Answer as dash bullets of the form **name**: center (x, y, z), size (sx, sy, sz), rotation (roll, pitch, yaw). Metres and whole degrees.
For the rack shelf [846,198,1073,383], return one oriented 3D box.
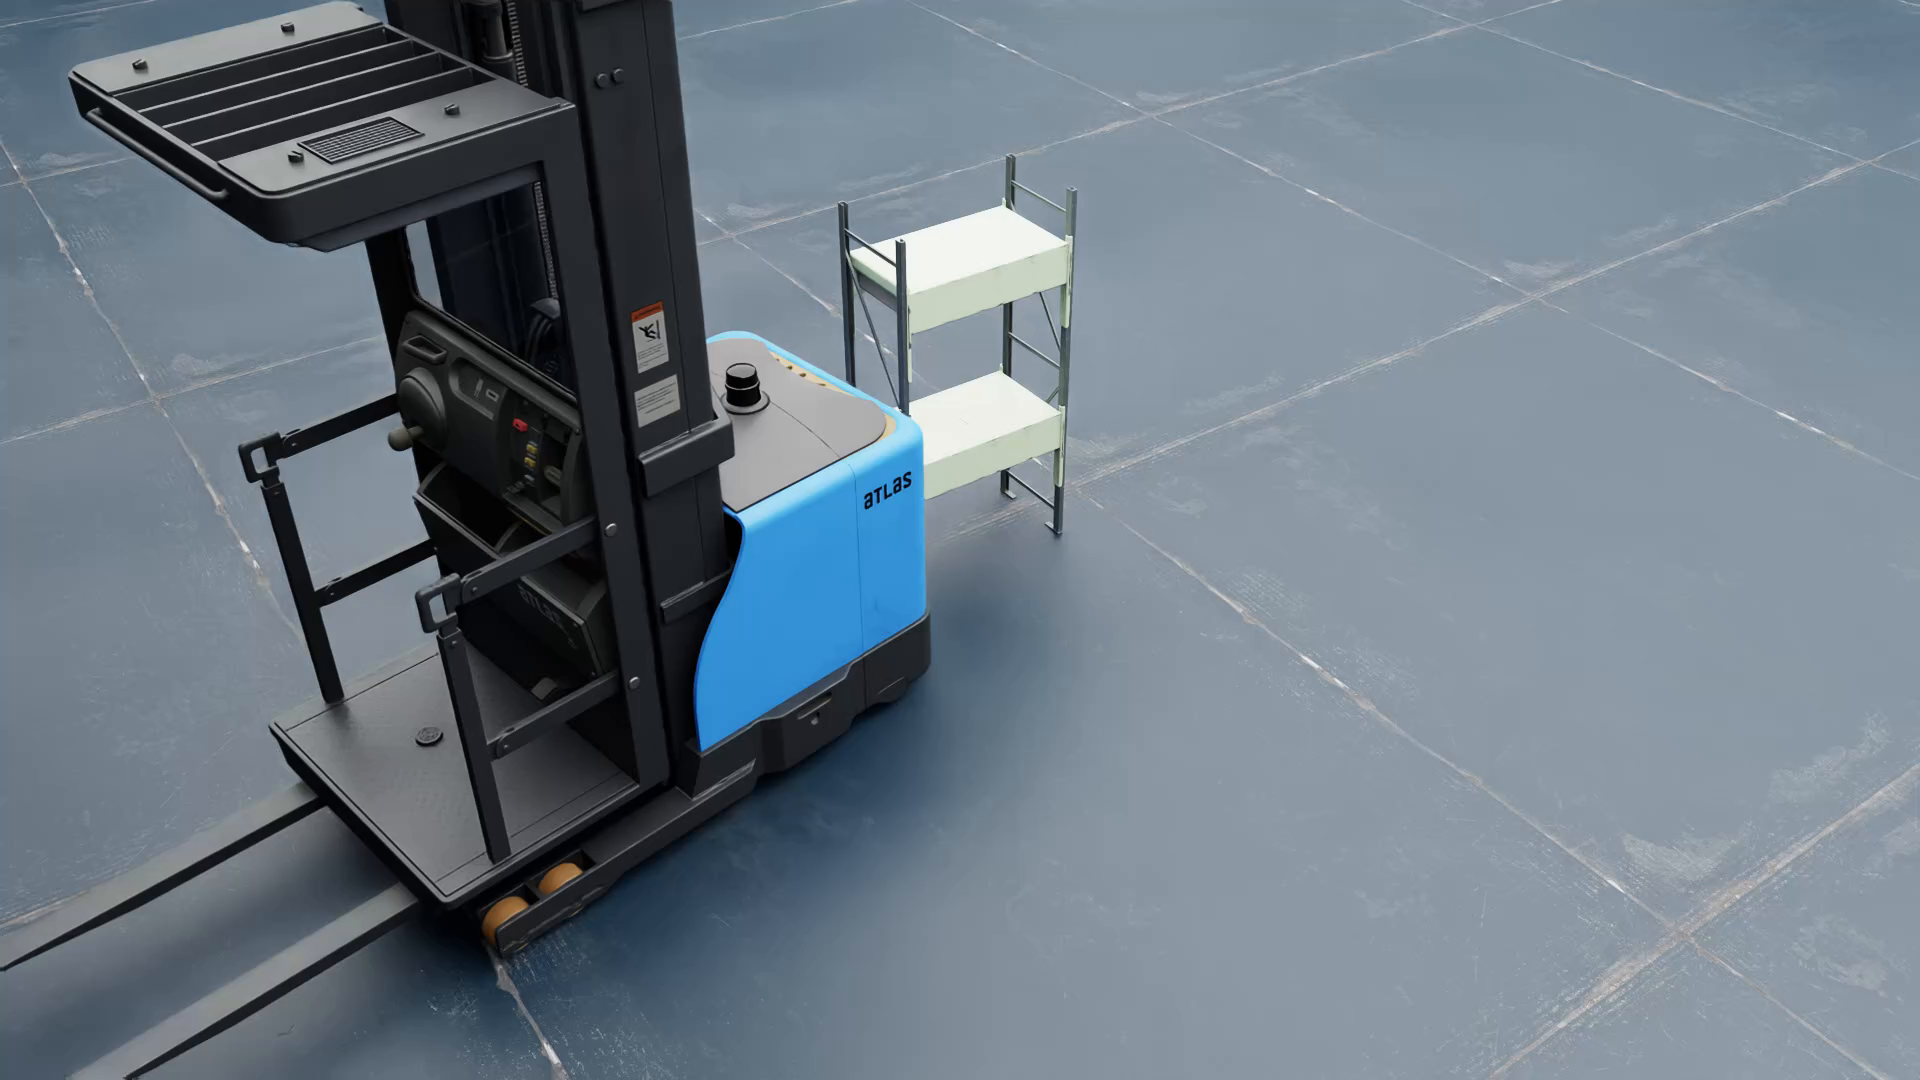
- **rack shelf**: center (-0.005, -0.923, 6.081), size (0.720, 0.370, 0.431), rotation (-22, 41, -28)

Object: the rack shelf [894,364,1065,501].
- **rack shelf**: center (-0.005, -0.342, 6.499), size (0.720, 0.370, 0.431), rotation (-22, 41, -28)

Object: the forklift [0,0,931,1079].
- **forklift**: center (-1.503, -0.288, 4.640), size (3.031, 2.935, 1.130), rotation (-30, 45, -35)

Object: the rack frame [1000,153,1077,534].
- **rack frame**: center (0.294, -0.730, 6.480), size (0.023, 1.500, 0.400), rotation (-22, 41, -28)

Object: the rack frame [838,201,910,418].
- **rack frame**: center (-0.305, -0.484, 6.138), size (0.023, 1.500, 0.400), rotation (-22, 41, -28)

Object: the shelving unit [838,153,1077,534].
- **shelving unit**: center (-0.005, -0.607, 6.309), size (0.755, 1.500, 0.431), rotation (-22, 41, -28)
